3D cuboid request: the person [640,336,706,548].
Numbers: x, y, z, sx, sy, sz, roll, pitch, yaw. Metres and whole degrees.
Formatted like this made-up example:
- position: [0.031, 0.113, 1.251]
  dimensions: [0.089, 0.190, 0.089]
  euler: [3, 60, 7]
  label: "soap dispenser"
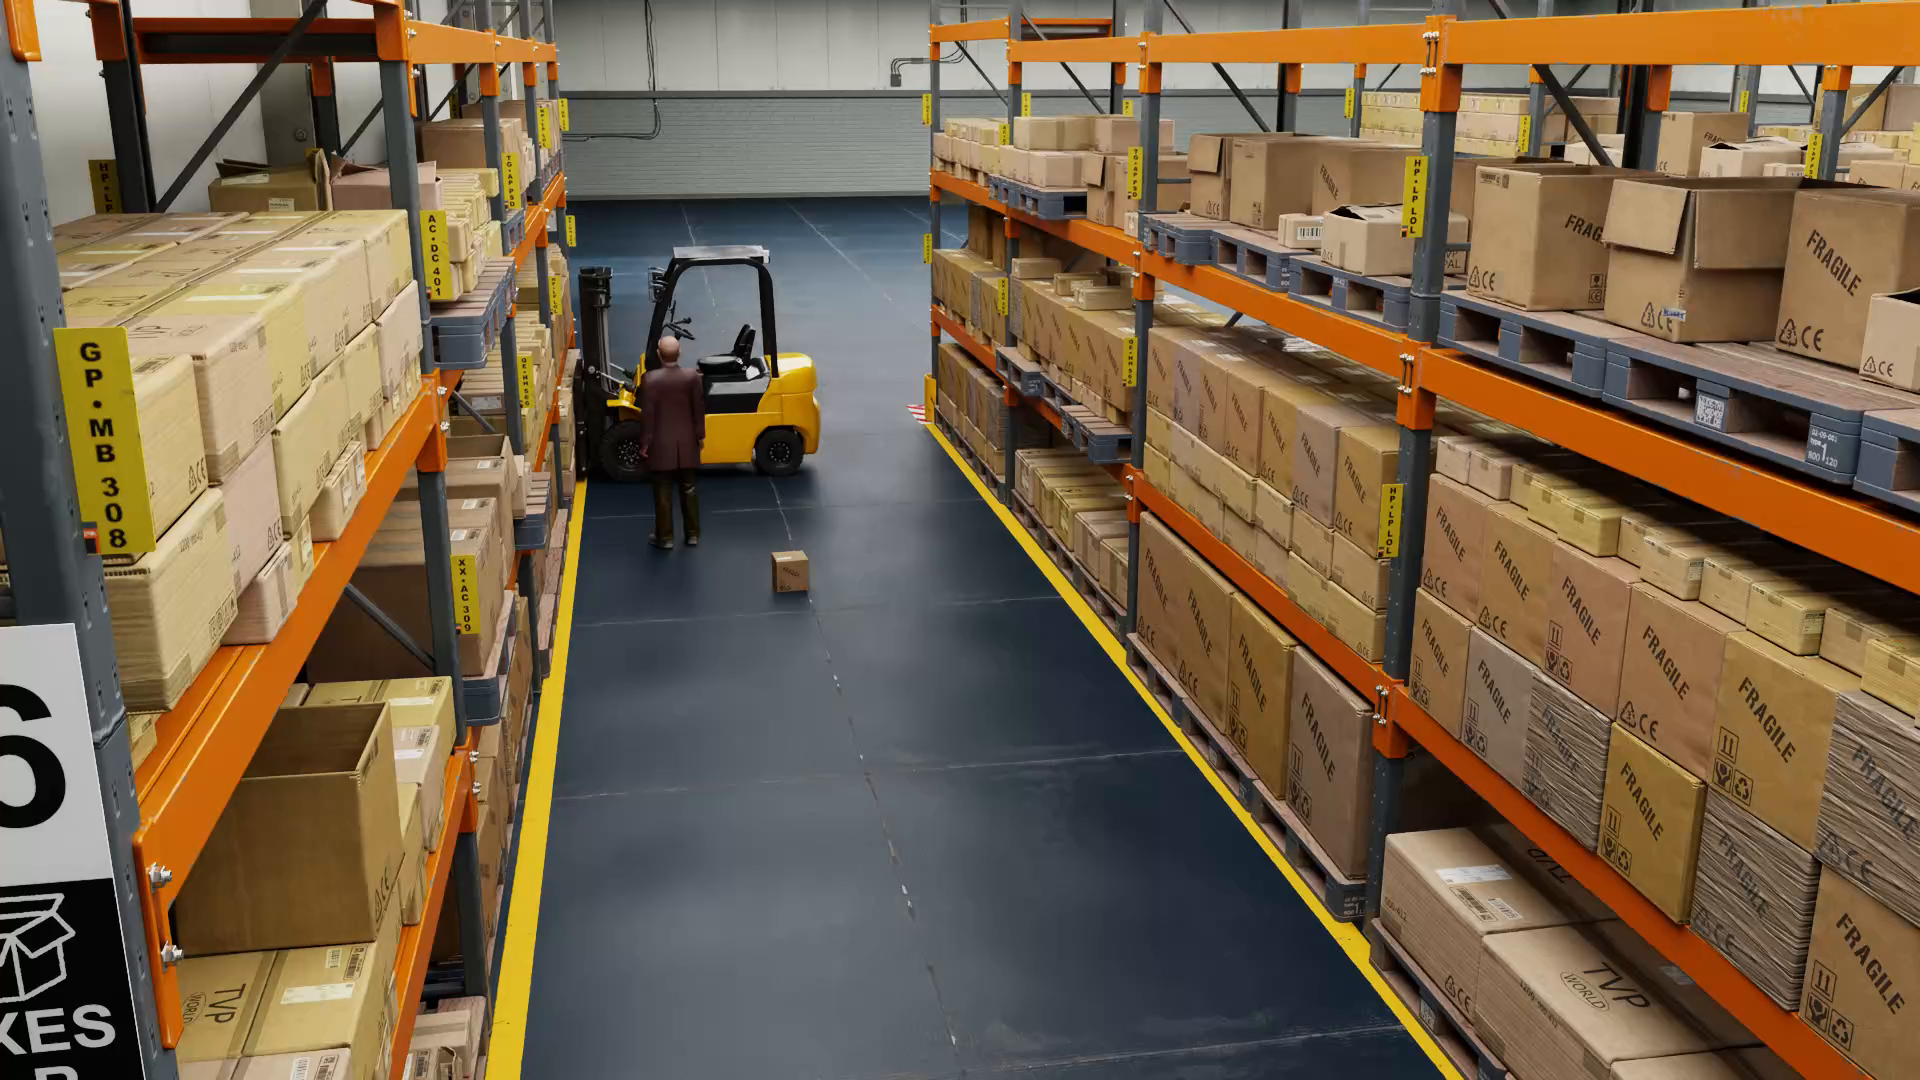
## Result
- position: [-2.422, -0.831, 13.925]
  dimensions: [0.566, 1.785, 0.396]
  euler: [-8, 18, -26]
  label: "person"
